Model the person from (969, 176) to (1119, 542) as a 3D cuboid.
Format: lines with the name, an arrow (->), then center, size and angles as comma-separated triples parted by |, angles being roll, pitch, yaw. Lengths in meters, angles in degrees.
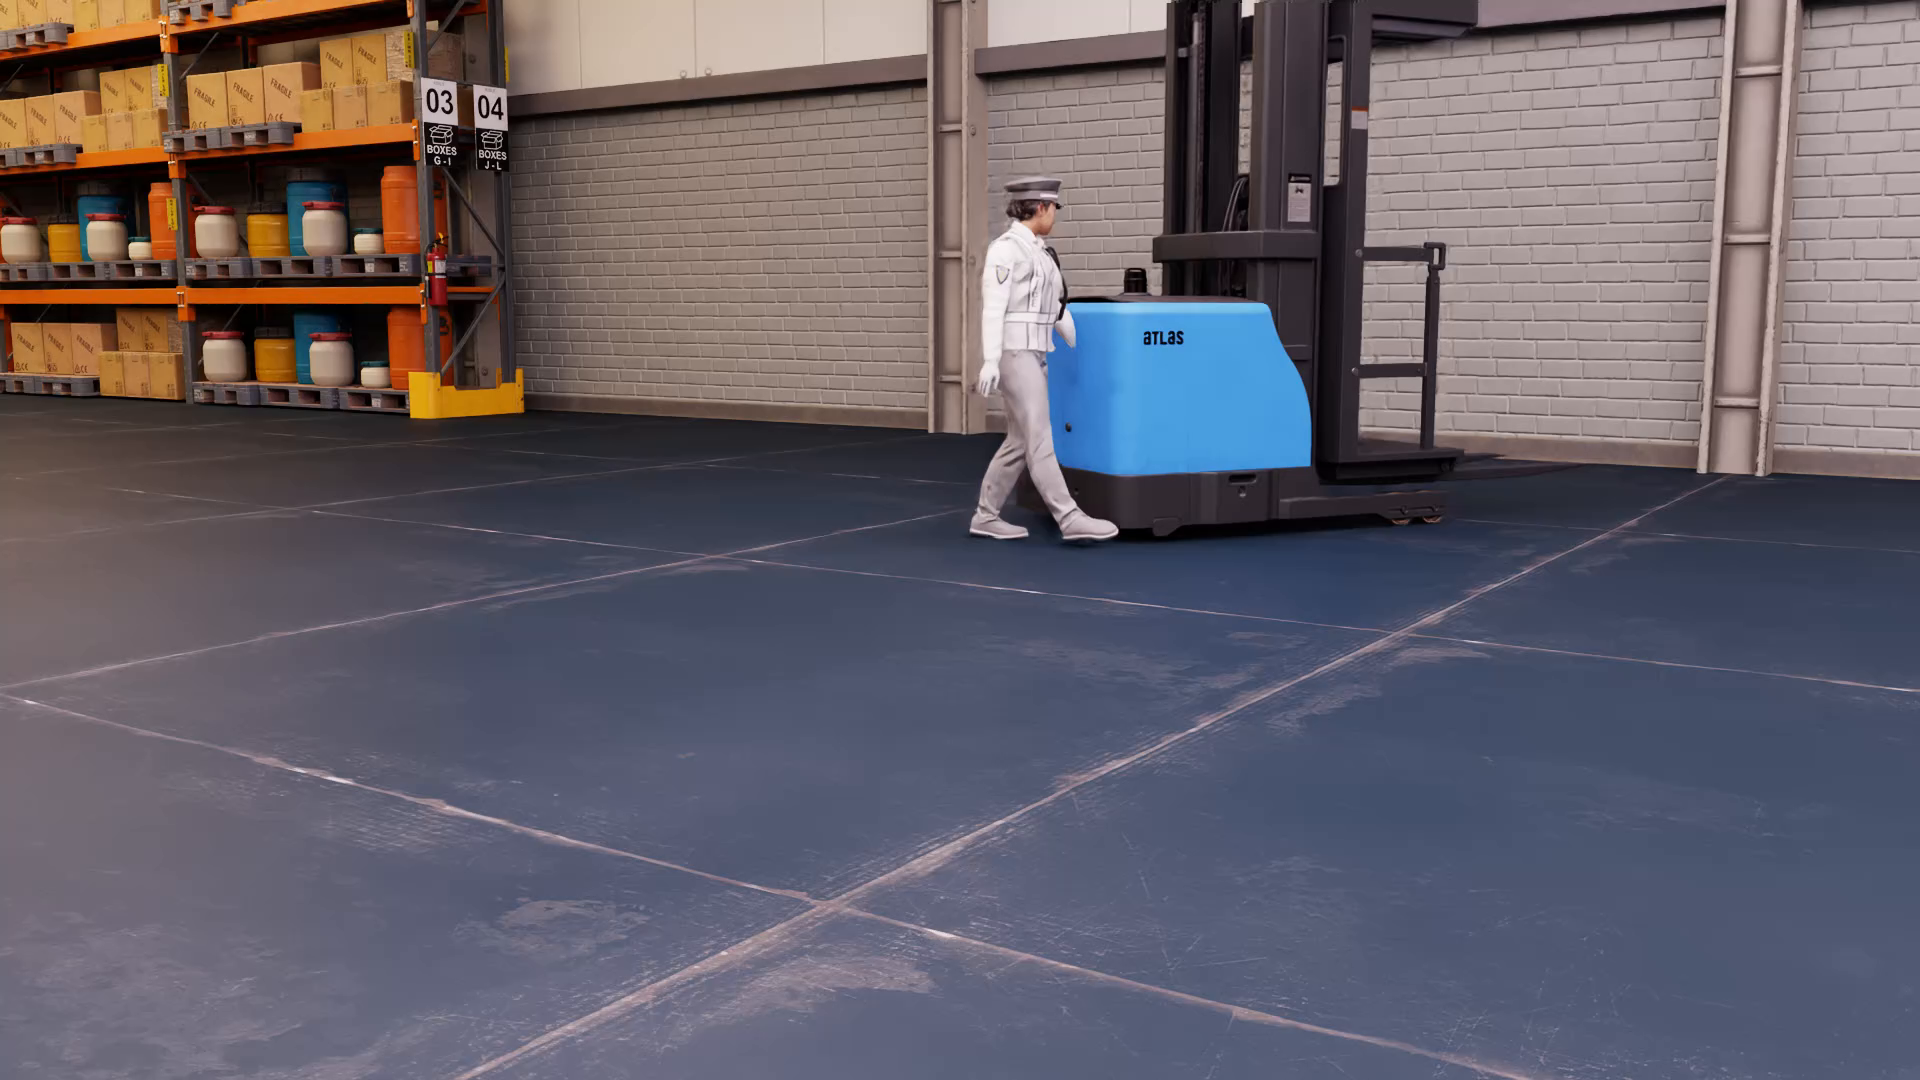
person -> 0.384, -0.800, 7.450 | 0.753, 1.635, 0.667 | 3, 9, 21

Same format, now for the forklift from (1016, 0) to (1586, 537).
forklift -> 1.834, -1.583, 8.324 | 3.031, 2.935, 1.130 | -4, 9, -26
